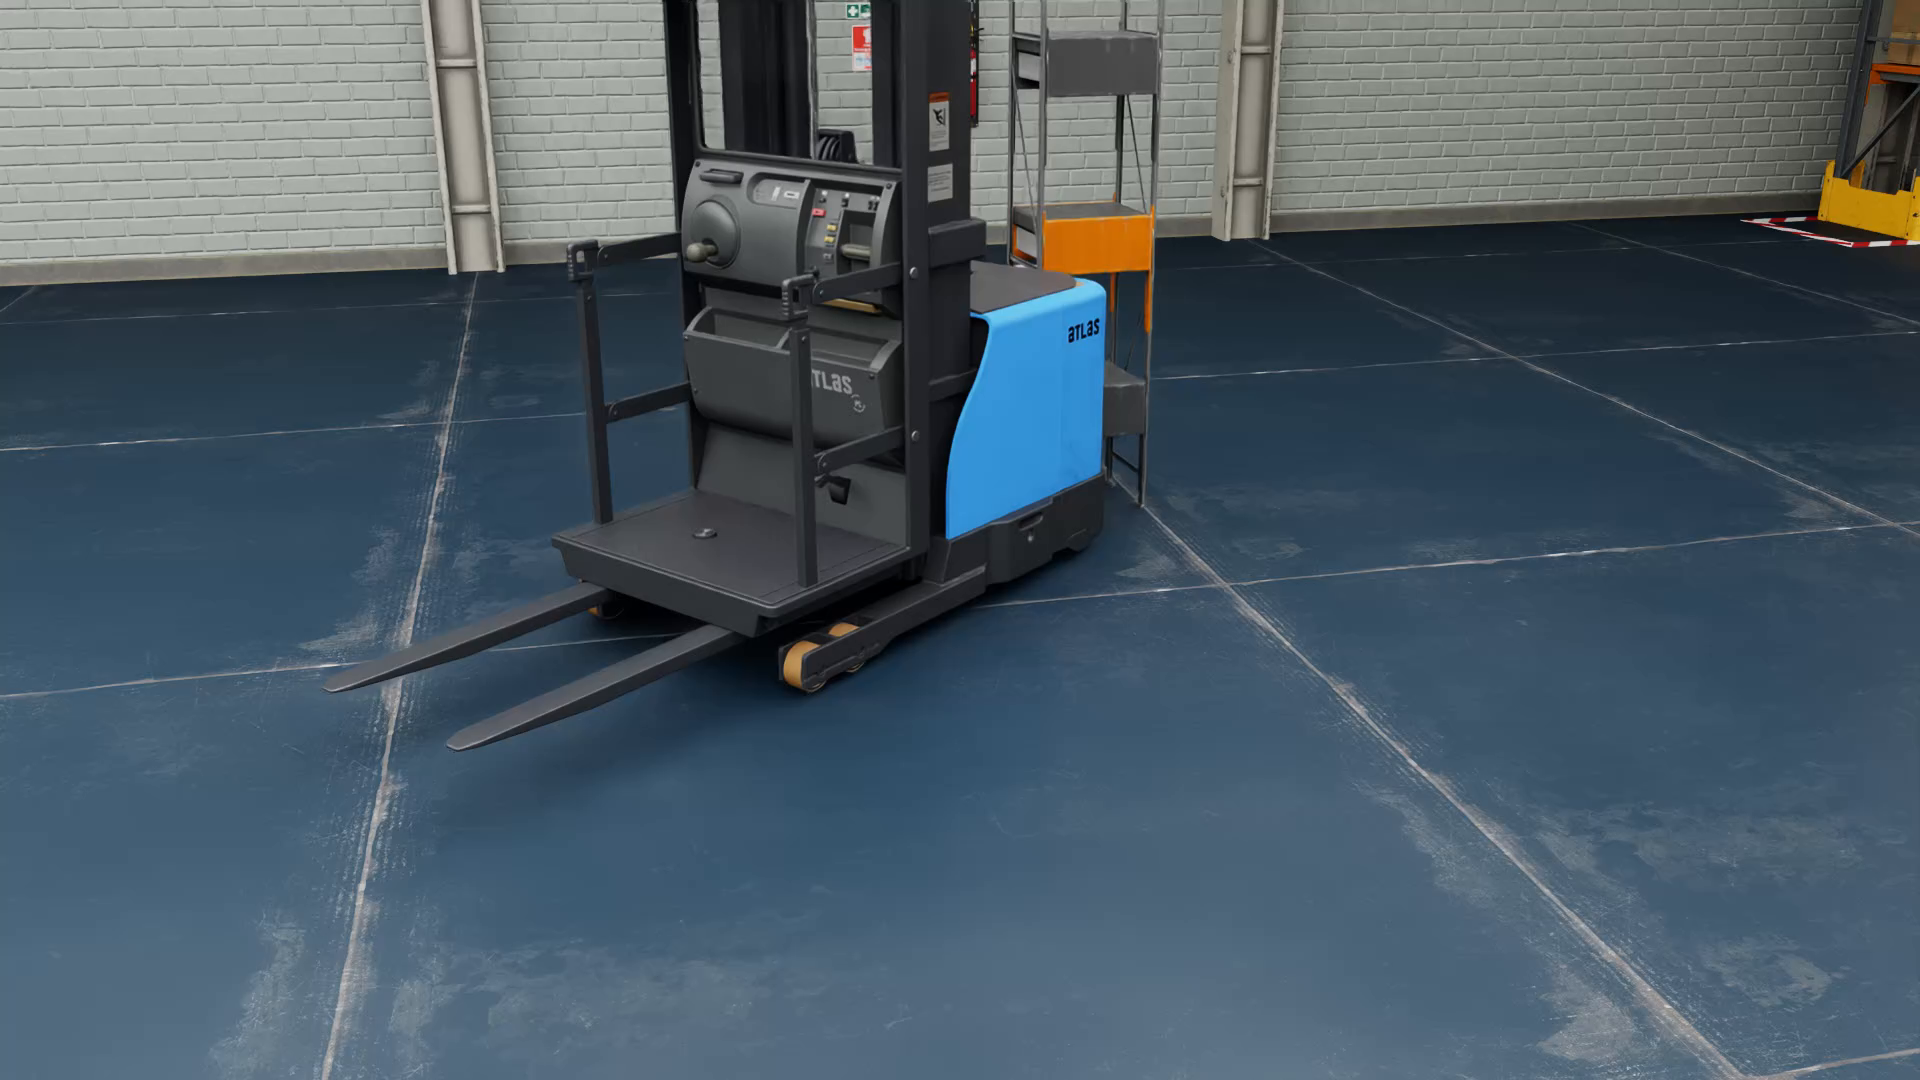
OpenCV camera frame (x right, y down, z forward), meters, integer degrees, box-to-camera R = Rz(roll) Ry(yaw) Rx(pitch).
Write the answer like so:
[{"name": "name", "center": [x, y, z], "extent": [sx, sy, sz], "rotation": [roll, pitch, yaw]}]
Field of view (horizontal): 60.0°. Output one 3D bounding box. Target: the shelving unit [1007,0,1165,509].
[{"name": "shelving unit", "center": [0.498, -1.163, 6.936], "extent": [0.503, 2.100, 0.431], "rotation": [-6, 21, -17]}]

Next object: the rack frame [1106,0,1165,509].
[{"name": "rack frame", "center": [0.730, -1.188, 7.006], "extent": [0.015, 2.100, 0.400], "rotation": [-6, 21, -17]}]

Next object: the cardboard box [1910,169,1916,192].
[{"name": "cardboard box", "center": [8.332, -2.980, 13.857], "extent": [0.500, 0.311, 0.500], "rotation": [-7, 21, -19]}]

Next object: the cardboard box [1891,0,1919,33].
[{"name": "cardboard box", "center": [8.048, -4.411, 13.593], "extent": [0.500, 0.500, 0.500], "rotation": [-5, 21, -13]}]

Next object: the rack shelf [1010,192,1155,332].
[{"name": "rack shelf", "center": [0.498, -1.150, 6.941], "extent": [0.480, 0.518, 0.431], "rotation": [-6, 21, -17]}]

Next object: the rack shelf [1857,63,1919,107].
[{"name": "rack shelf", "center": [9.585, -3.832, 13.959], "extent": [4.000, 0.370, 1.077], "rotation": [-5, 21, -12]}]

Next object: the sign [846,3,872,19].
[{"name": "sign", "center": [-0.687, -3.952, 12.420], "extent": [0.331, 0.109, 0.001], "rotation": [-5, 21, -12]}]

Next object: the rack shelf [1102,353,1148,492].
[{"name": "rack shelf", "center": [0.498, -0.493, 7.181], "extent": [0.480, 0.518, 0.431], "rotation": [-6, 21, -17]}]

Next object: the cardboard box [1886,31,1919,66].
[{"name": "cardboard box", "center": [8.049, -4.052, 13.704], "extent": [0.500, 0.250, 0.500], "rotation": [-4, 21, -12]}]

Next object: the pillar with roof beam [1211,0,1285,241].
[{"name": "pillar with roof beam", "center": [3.272, -5.257, 8.083], "extent": [0.400, 9.000, 9.100], "rotation": [-5, 21, -12]}]

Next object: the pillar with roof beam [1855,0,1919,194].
[{"name": "pillar with roof beam", "center": [9.111, -5.732, 9.379], "extent": [0.400, 9.000, 9.100], "rotation": [-5, 21, -12]}]

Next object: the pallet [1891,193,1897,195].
[{"name": "pallet", "center": [8.511, -2.760, 14.043], "extent": [1.213, 0.211, 1.003], "rotation": [-5, 21, -12]}]

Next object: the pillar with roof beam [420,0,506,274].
[{"name": "pillar with roof beam", "center": [-2.567, -4.782, 6.787], "extent": [0.400, 9.000, 9.100], "rotation": [-5, 21, -12]}]

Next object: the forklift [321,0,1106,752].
[{"name": "forklift", "center": [-0.720, -1.069, 5.471], "extent": [1.130, 2.935, 3.031], "rotation": [15, 25, 35]}]

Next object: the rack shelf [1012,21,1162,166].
[{"name": "rack shelf", "center": [0.498, -1.807, 6.700], "extent": [0.480, 0.518, 0.431], "rotation": [-6, 21, -17]}]

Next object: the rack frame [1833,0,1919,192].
[{"name": "rack frame", "center": [7.638, -4.011, 13.403], "extent": [0.127, 3.000, 1.000], "rotation": [-5, 21, -12]}]

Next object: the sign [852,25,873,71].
[{"name": "sign", "center": [-0.694, -3.706, 12.518], "extent": [0.234, 0.329, 0.001], "rotation": [-5, 21, -12]}]

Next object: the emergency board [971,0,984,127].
[{"name": "emergency board", "center": [-0.132, -3.698, 12.550], "extent": [0.643, 1.169, 0.194], "rotation": [-5, 21, -12]}]

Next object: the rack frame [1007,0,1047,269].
[{"name": "rack frame", "center": [0.265, -1.137, 6.866], "extent": [0.015, 2.100, 0.400], "rotation": [-6, 21, -17]}]

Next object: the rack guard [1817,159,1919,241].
[{"name": "rack guard", "center": [7.712, -2.843, 13.850], "extent": [0.348, 0.500, 1.175], "rotation": [-5, 21, -12]}]
